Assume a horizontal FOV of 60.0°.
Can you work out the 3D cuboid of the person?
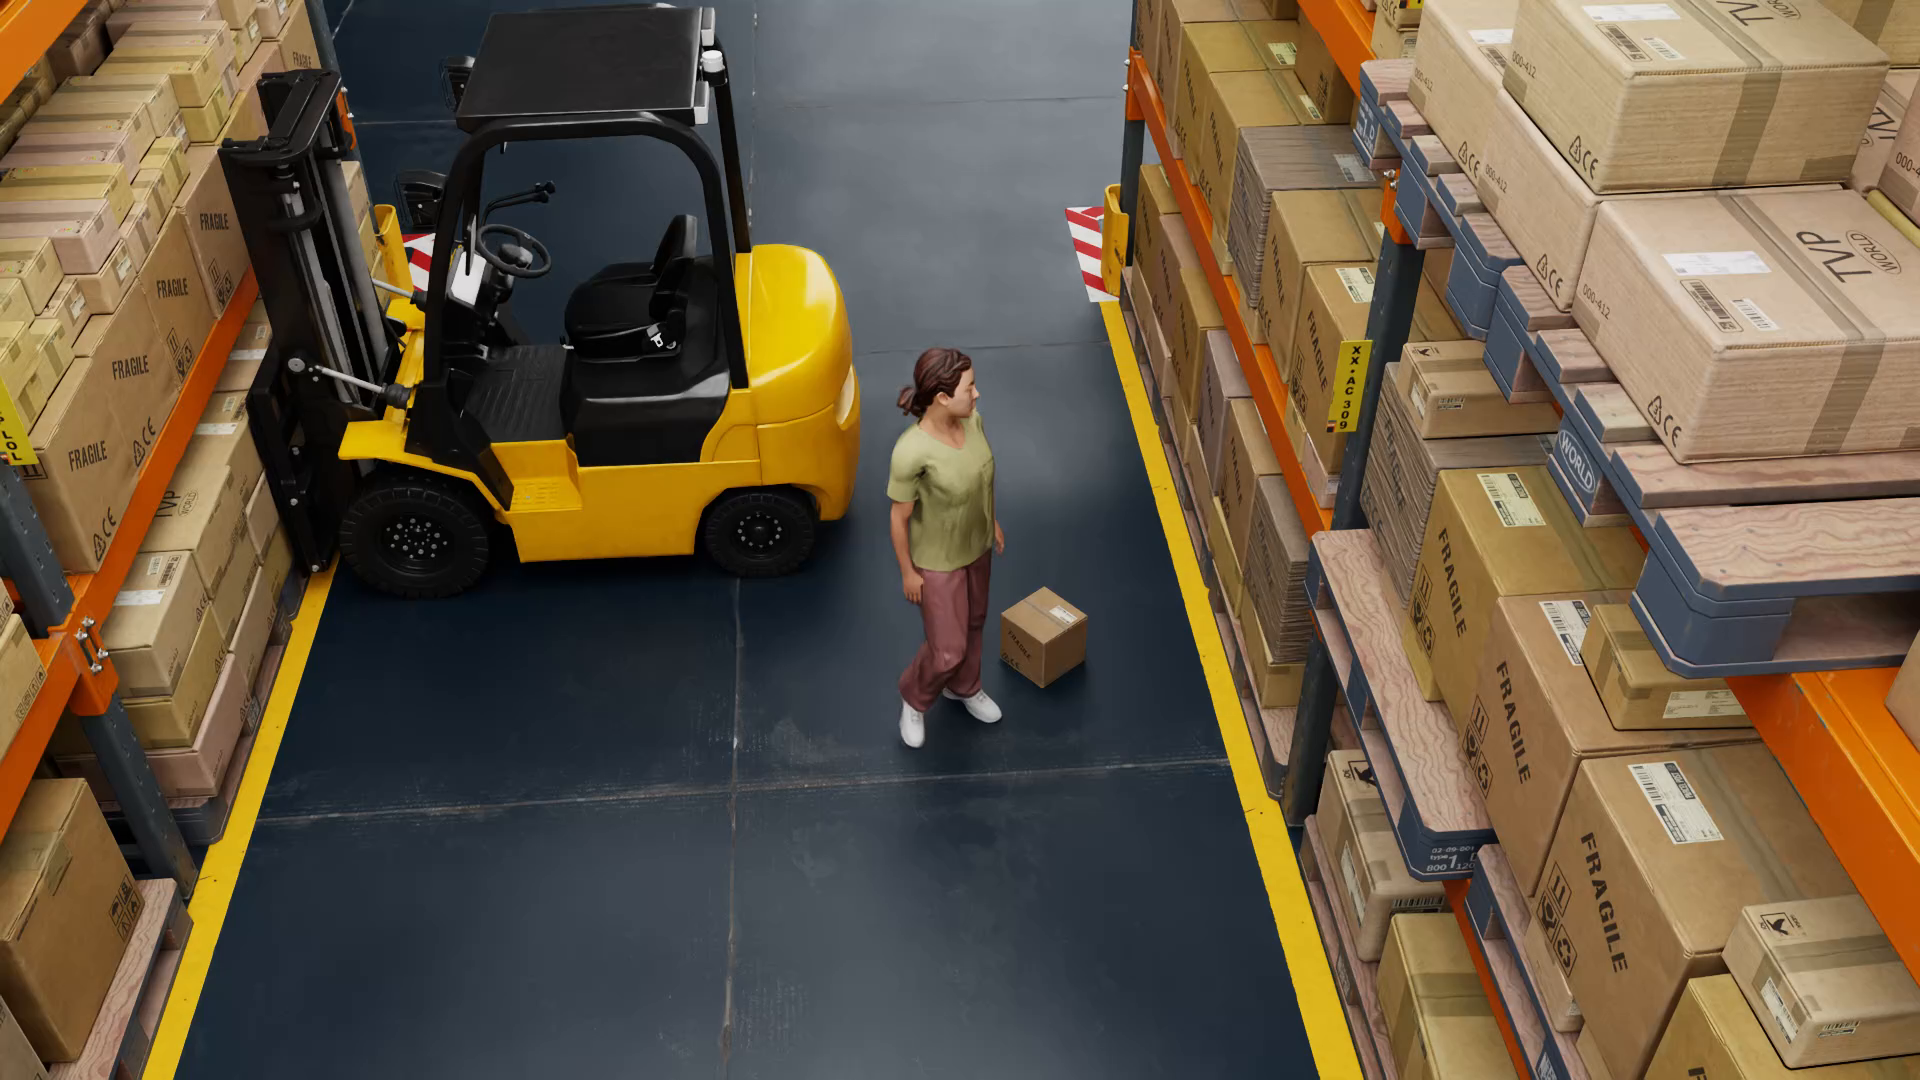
[{"bbox_3d":[-0.039,0.048,6.090,0.401,1.680,0.521,30,48,32],"label":"person"}]
